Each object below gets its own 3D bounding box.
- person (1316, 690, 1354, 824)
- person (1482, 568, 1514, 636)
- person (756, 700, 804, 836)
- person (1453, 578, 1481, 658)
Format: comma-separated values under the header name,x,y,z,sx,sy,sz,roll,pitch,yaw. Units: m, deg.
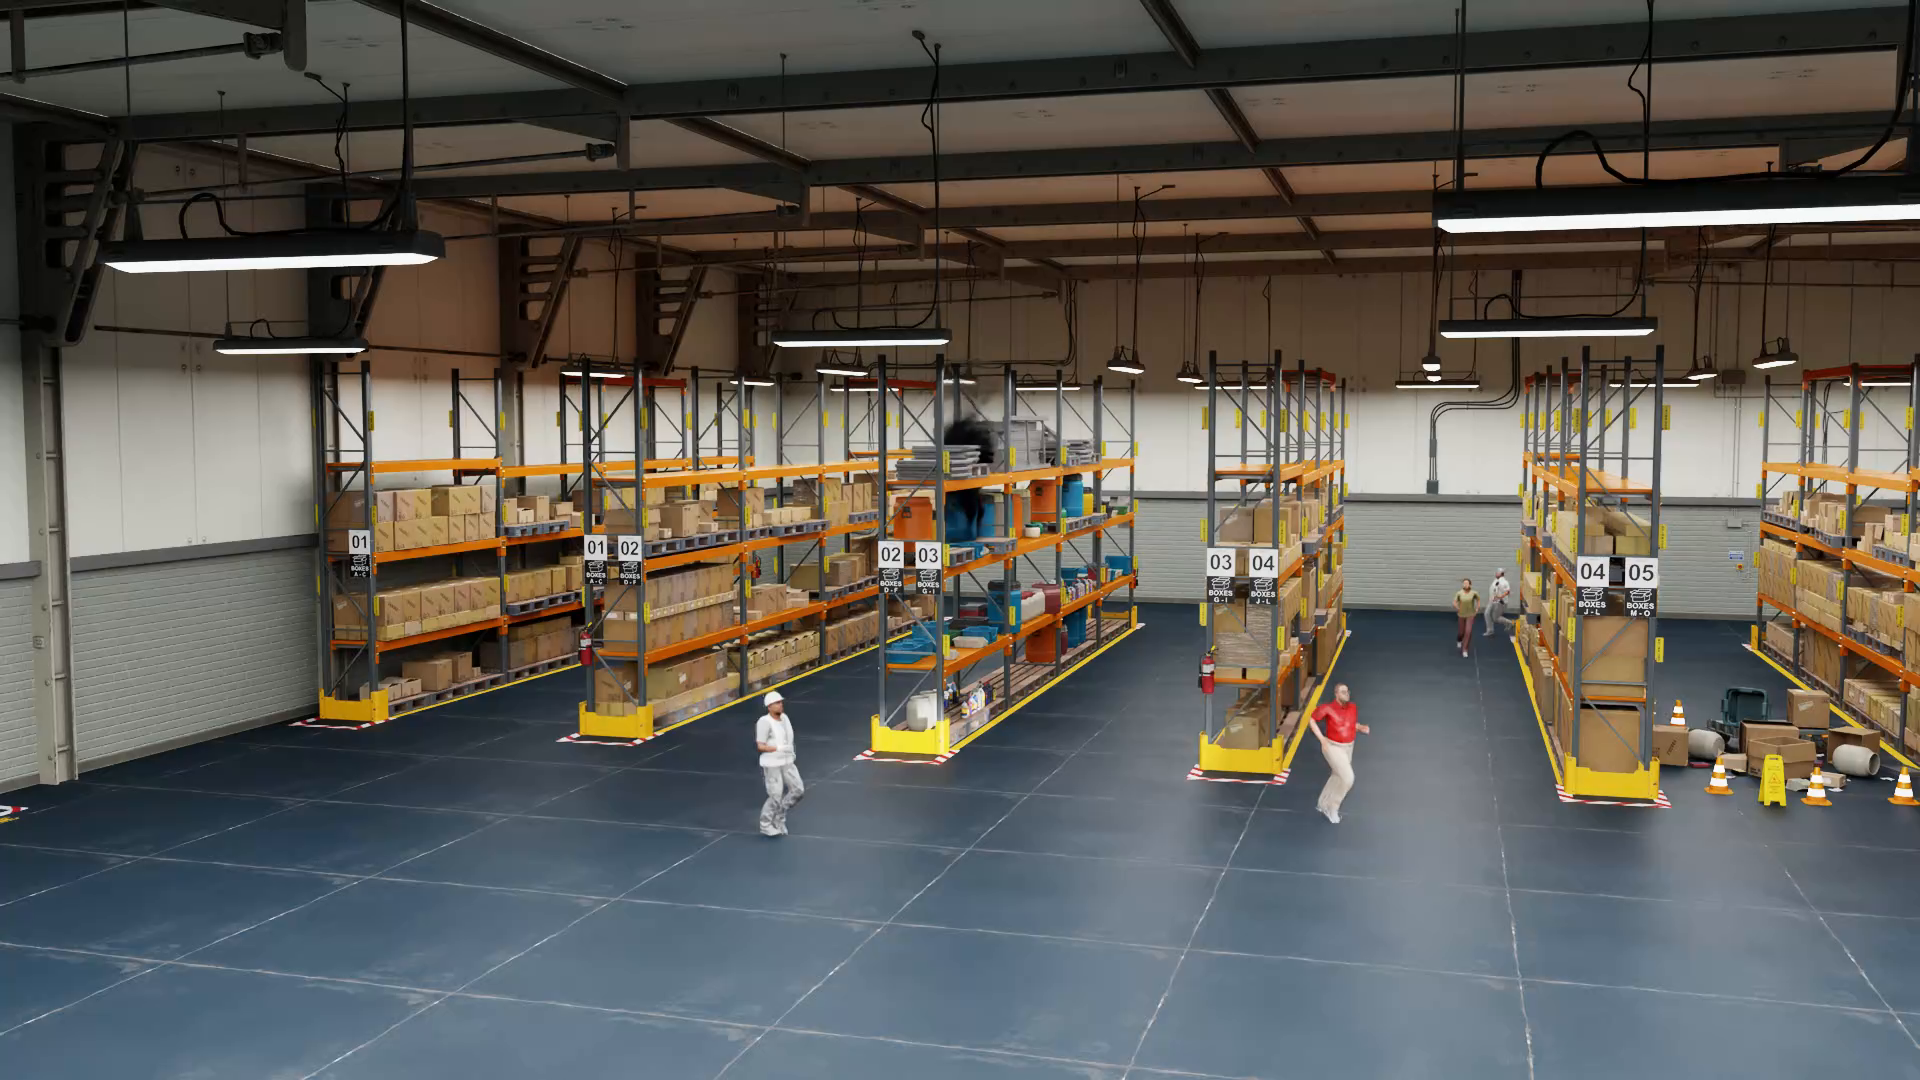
name,x,y,z,sx,sy,sz,roll,pitch,yaw
person,4.748,2.712,20.869,0.408,1.707,0.618,-3,5,-38
person,12.562,1.455,38.702,0.648,1.623,0.648,-1,4,-9
person,-2.135,2.715,19.910,0.633,1.731,0.662,3,5,34
person,10.850,1.647,35.603,0.588,1.663,0.838,1,4,17
